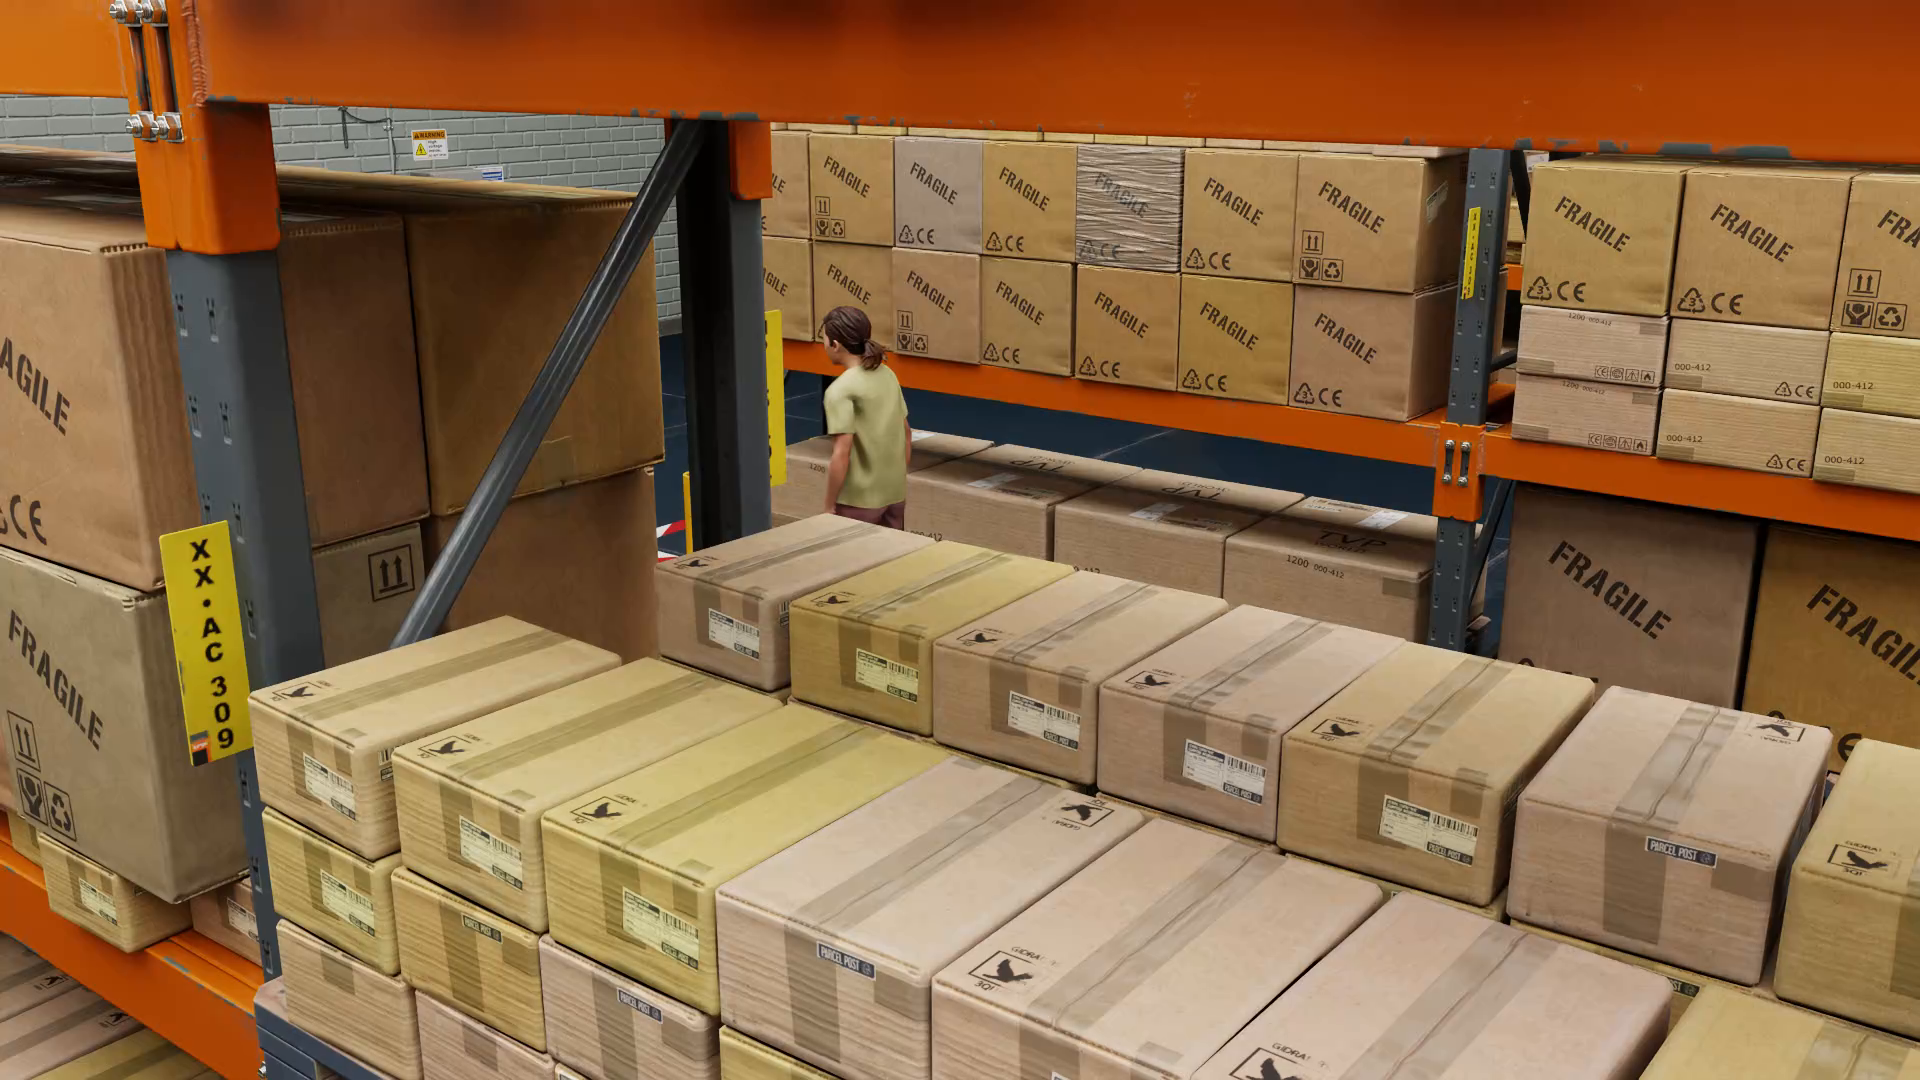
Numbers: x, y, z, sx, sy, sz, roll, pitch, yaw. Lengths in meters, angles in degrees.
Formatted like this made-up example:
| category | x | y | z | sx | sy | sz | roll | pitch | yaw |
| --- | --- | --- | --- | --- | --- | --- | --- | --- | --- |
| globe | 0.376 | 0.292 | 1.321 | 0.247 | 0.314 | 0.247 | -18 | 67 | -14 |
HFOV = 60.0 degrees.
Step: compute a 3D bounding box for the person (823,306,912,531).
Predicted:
| category | x | y | z | sx | sy | sz | roll | pitch | yaw |
| --- | --- | --- | --- | --- | --- | --- | --- | --- | --- |
| person | -0.419 | -0.165 | 7.094 | 0.360 | 1.672 | 0.496 | 12 | 21 | 35 |
